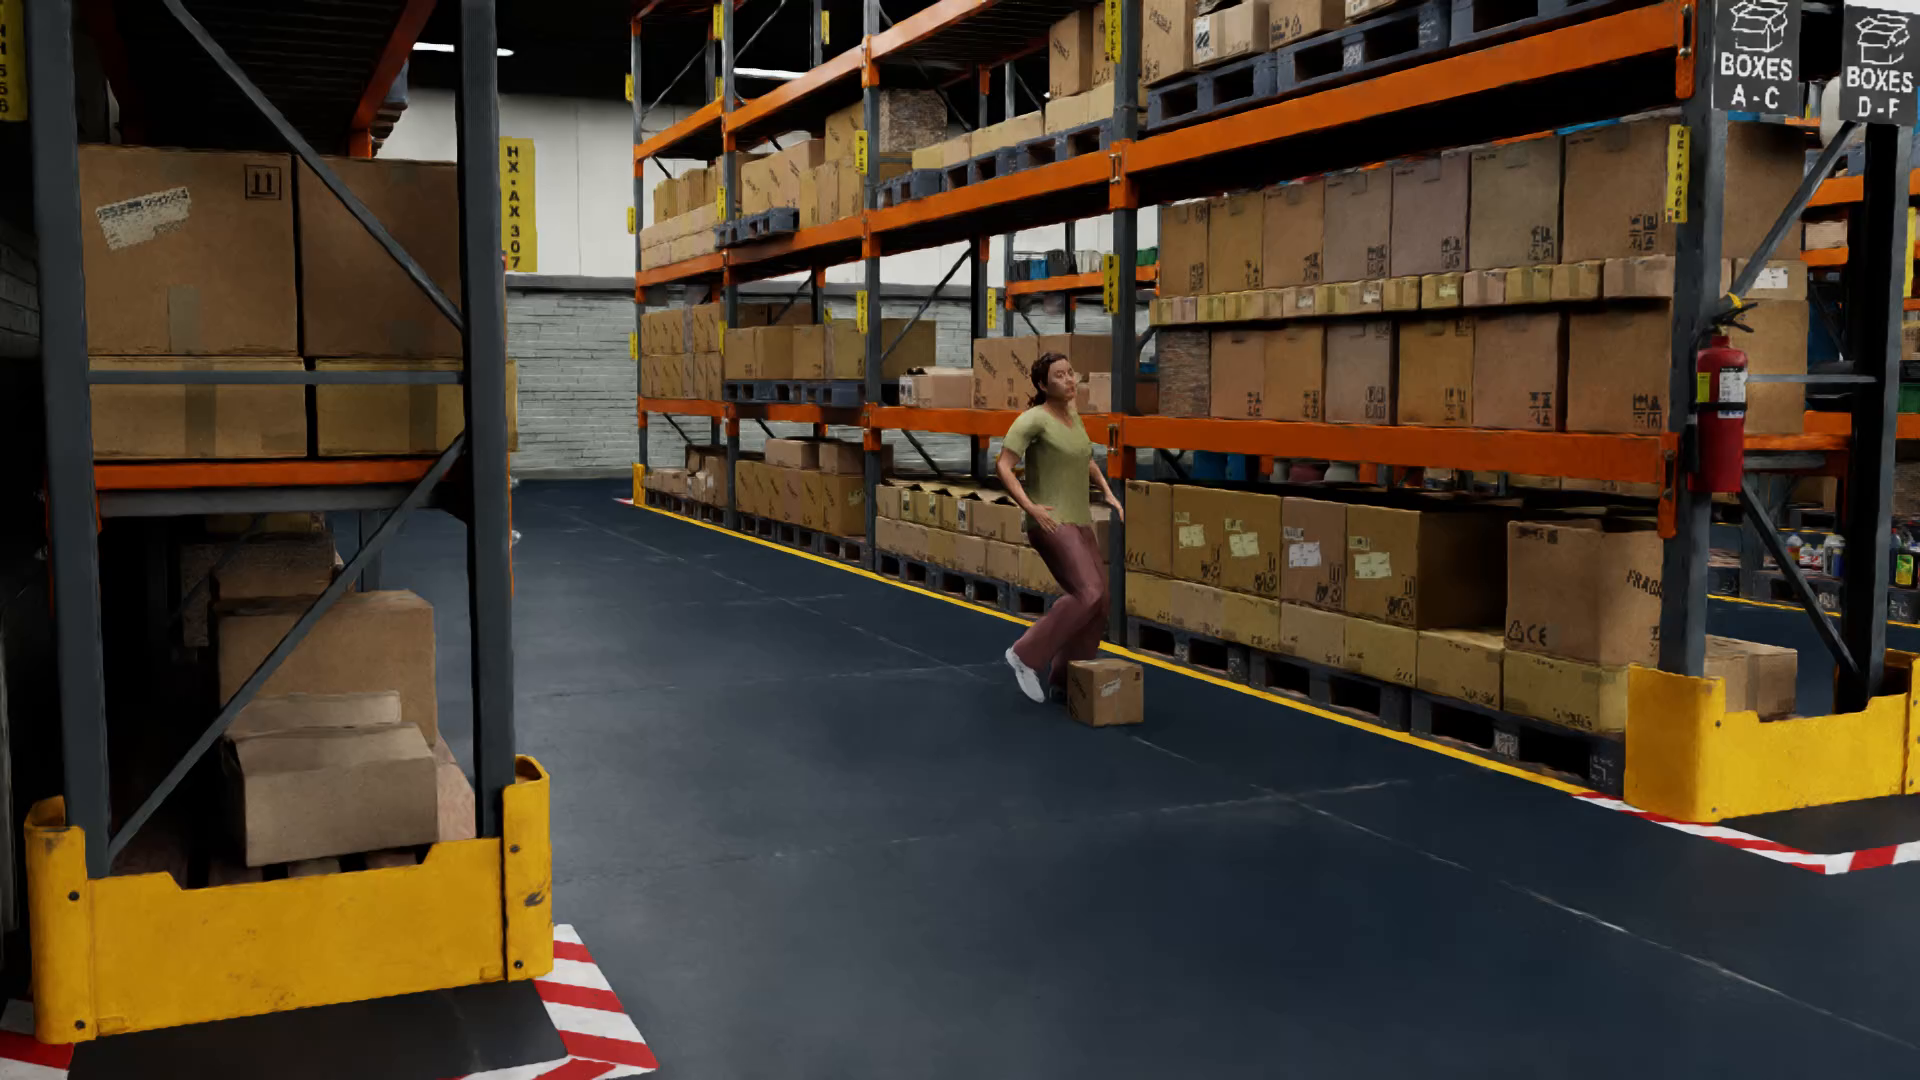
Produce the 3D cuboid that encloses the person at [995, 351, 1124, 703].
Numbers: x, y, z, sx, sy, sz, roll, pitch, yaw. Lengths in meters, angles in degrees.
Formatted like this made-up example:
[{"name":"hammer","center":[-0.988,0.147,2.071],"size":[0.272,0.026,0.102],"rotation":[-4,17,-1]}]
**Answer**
[{"name":"person","center":[0.512,-0.048,7.673],"size":[0.475,1.640,0.636],"rotation":[4,7,35]}]
